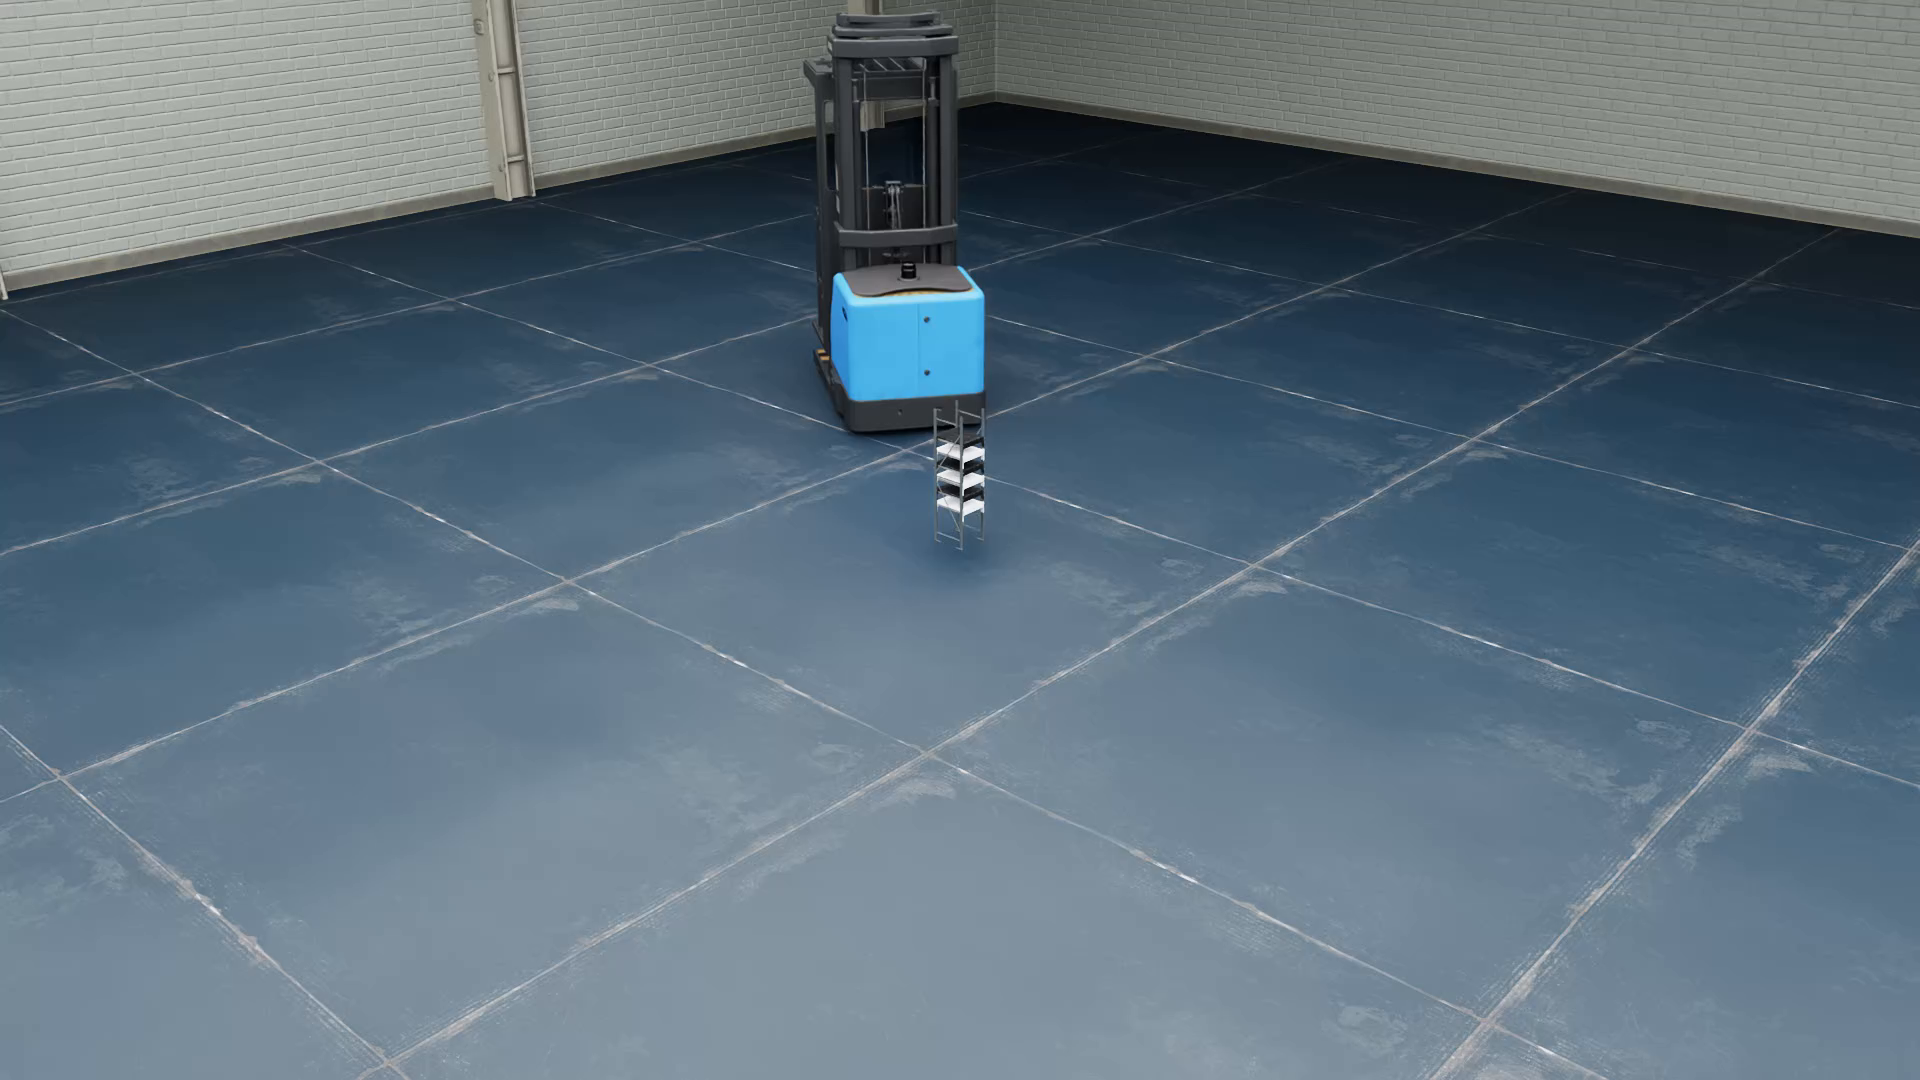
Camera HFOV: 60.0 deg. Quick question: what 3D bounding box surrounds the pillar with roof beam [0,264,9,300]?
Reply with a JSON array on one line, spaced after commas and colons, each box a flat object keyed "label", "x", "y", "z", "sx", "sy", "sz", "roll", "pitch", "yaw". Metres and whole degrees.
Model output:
[{"label": "pillar with roof beam", "x": -6.136, "y": -5.222, "z": 11.397, "sx": 9.100, "sy": 9.000, "sz": 0.400, "roll": 20, "pitch": 31, "yaw": 38}]

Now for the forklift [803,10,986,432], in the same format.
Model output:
[{"label": "forklift", "x": -0.614, "y": -2.718, "z": 13.230, "sx": 1.130, "sy": 2.935, "sz": 3.031, "roll": -5, "pitch": 25, "yaw": -11}]

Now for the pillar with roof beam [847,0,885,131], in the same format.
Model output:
[{"label": "pillar with roof beam", "x": 1.873, "y": -8.878, "z": 19.551, "sx": 9.100, "sy": 9.000, "sz": 0.400, "roll": 20, "pitch": 31, "yaw": 38}]

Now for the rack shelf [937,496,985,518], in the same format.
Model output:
[{"label": "rack shelf", "x": -0.005, "y": -0.213, "z": 10.648, "sx": 0.258, "sy": 0.077, "sz": 0.200, "roll": 20, "pitch": 31, "yaw": 38}]

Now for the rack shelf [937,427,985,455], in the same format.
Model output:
[{"label": "rack shelf", "x": -0.005, "y": -0.624, "z": 10.464, "sx": 0.258, "sy": 0.077, "sz": 0.200, "roll": 20, "pitch": 31, "yaw": 38}]

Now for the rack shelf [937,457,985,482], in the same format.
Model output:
[{"label": "rack shelf", "x": -0.005, "y": -0.460, "z": 10.537, "sx": 0.258, "sy": 0.077, "sz": 0.200, "roll": 20, "pitch": 31, "yaw": 38}]

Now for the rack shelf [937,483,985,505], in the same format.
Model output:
[{"label": "rack shelf", "x": -0.005, "y": -0.296, "z": 10.611, "sx": 0.258, "sy": 0.077, "sz": 0.200, "roll": 20, "pitch": 31, "yaw": 38}]

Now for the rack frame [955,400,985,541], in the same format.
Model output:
[{"label": "rack frame", "x": 0.062, "y": -0.439, "z": 10.629, "sx": 0.240, "sy": 0.900, "sz": 0.006, "roll": 20, "pitch": 31, "yaw": 38}]

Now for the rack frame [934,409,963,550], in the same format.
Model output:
[{"label": "rack frame", "x": -0.073, "y": -0.377, "z": 10.491, "sx": 0.240, "sy": 0.900, "sz": 0.006, "roll": 20, "pitch": 31, "yaw": 38}]

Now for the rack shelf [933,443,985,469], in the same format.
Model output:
[{"label": "rack shelf", "x": -0.005, "y": -0.542, "z": 10.500, "sx": 0.258, "sy": 0.077, "sz": 0.200, "roll": 20, "pitch": 31, "yaw": 38}]

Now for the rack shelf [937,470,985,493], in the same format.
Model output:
[{"label": "rack shelf", "x": -0.005, "y": -0.378, "z": 10.574, "sx": 0.258, "sy": 0.077, "sz": 0.200, "roll": 20, "pitch": 31, "yaw": 38}]

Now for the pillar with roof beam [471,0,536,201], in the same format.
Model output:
[{"label": "pillar with roof beam", "x": -2.132, "y": -7.050, "z": 15.474, "sx": 9.100, "sy": 9.000, "sz": 0.400, "roll": 20, "pitch": 31, "yaw": 38}]

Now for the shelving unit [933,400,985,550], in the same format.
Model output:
[{"label": "shelving unit", "x": -0.005, "y": -0.408, "z": 10.560, "sx": 0.258, "sy": 0.900, "sz": 0.210, "roll": 20, "pitch": 31, "yaw": 38}]
